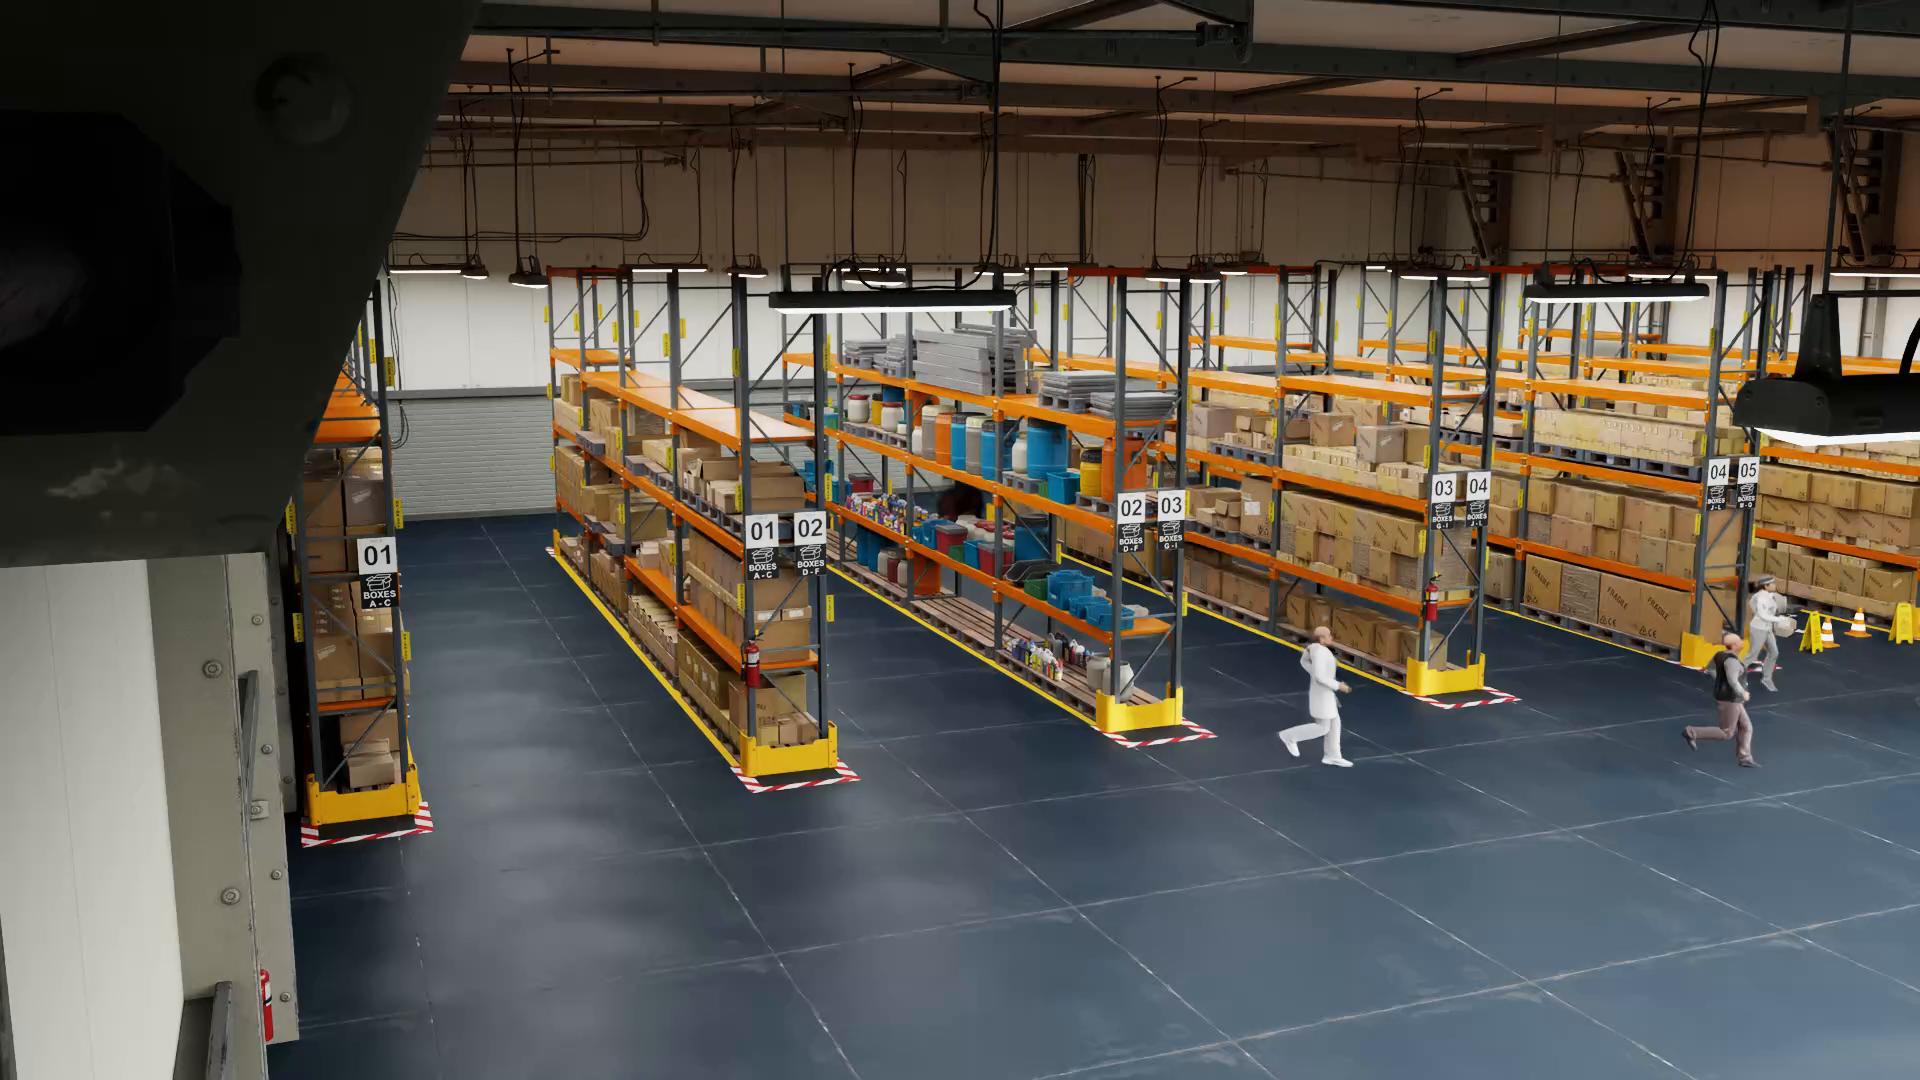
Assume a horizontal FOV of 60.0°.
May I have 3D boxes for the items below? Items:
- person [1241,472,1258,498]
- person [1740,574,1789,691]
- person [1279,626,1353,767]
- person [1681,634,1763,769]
[{"bbox_3d":[6.230,-0.584,34.956,0.644,1.792,0.656,-4,11,-22],"label":"person"},{"bbox_3d":[11.618,1.346,24.151,0.740,1.766,0.627,7,12,34],"label":"person"},{"bbox_3d":[4.420,1.941,20.560,0.923,1.767,0.724,1,10,7],"label":"person"},{"bbox_3d":[9.438,1.992,20.497,0.998,1.710,0.643,3,10,14],"label":"person"}]
